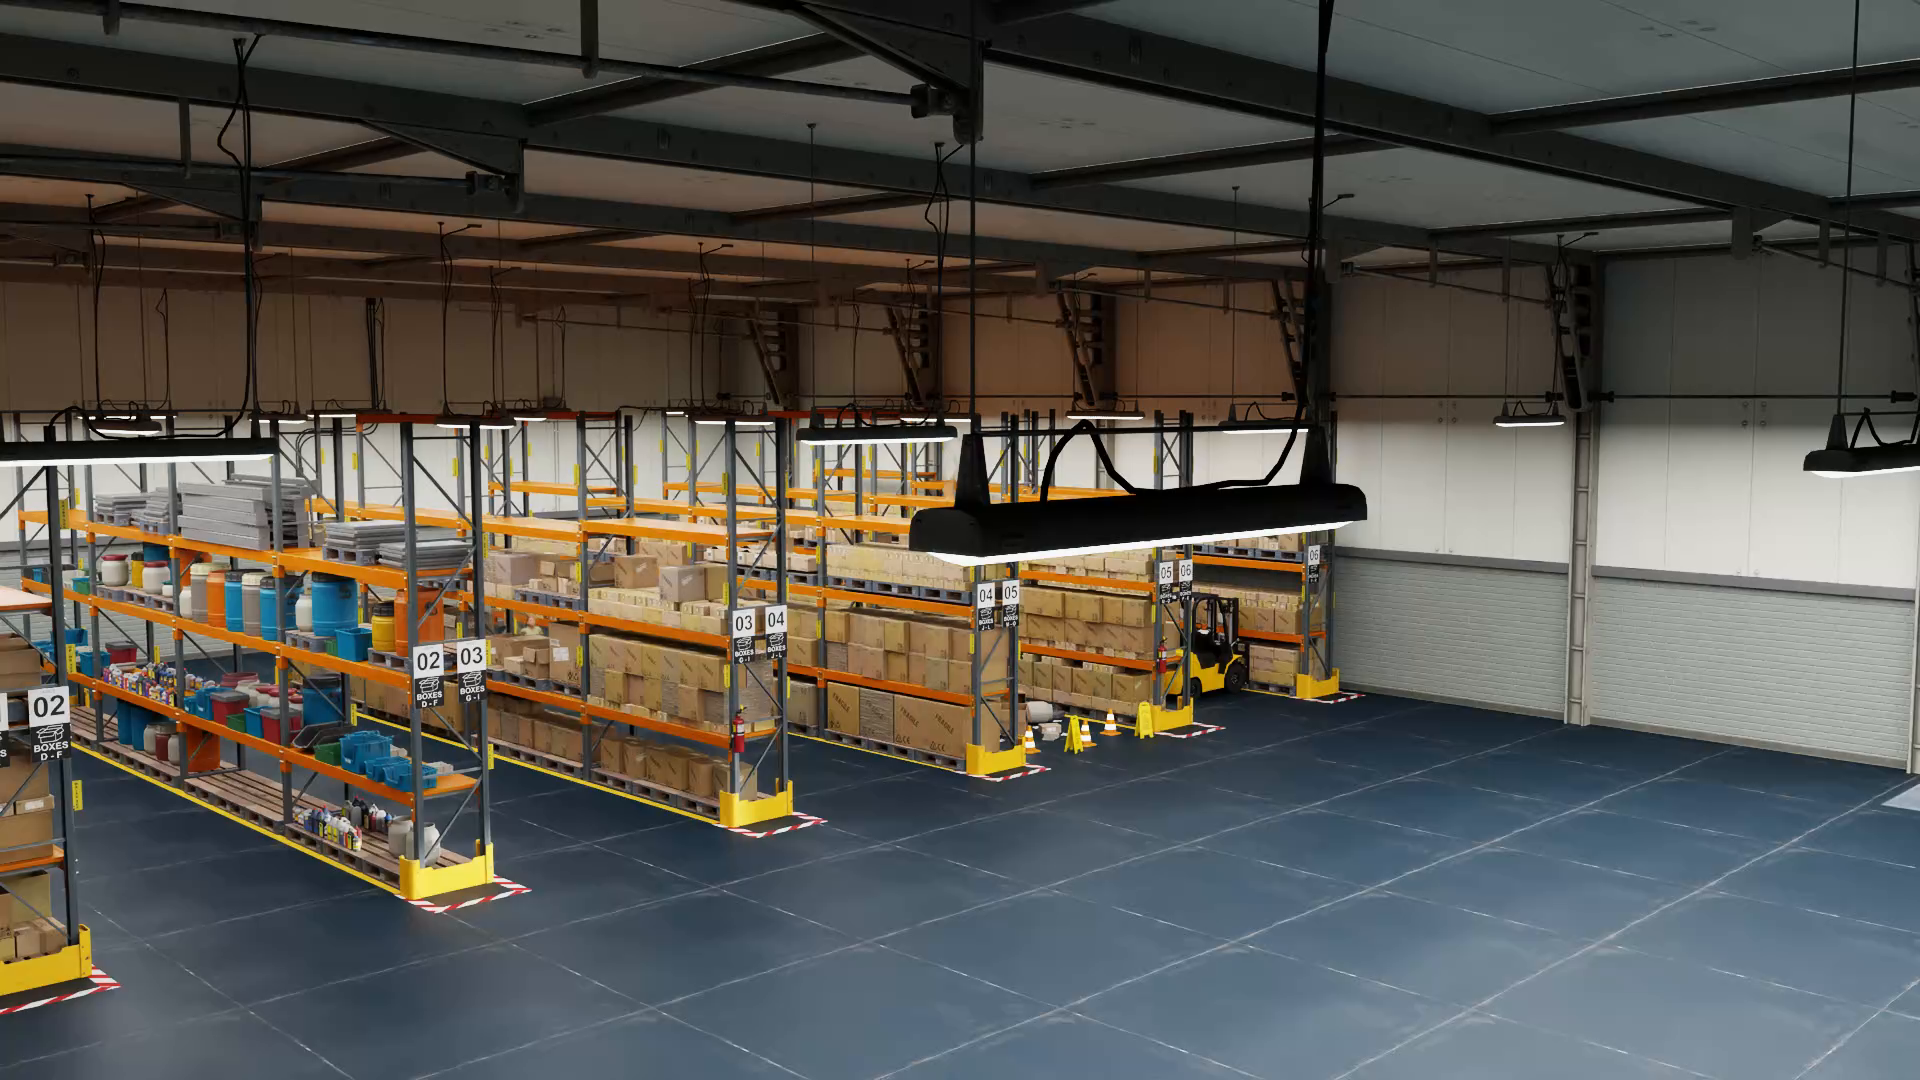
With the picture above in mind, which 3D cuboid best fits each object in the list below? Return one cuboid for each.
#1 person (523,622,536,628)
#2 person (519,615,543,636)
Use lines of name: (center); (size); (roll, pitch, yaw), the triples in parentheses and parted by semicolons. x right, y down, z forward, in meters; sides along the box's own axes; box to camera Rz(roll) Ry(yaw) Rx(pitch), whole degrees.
person: (-10.664, 1.894, 41.572); (0.652, 1.681, 0.754); (2, 6, 27)
person: (-9.145, 2.427, 35.569); (0.572, 1.666, 0.801); (-4, 6, -37)
